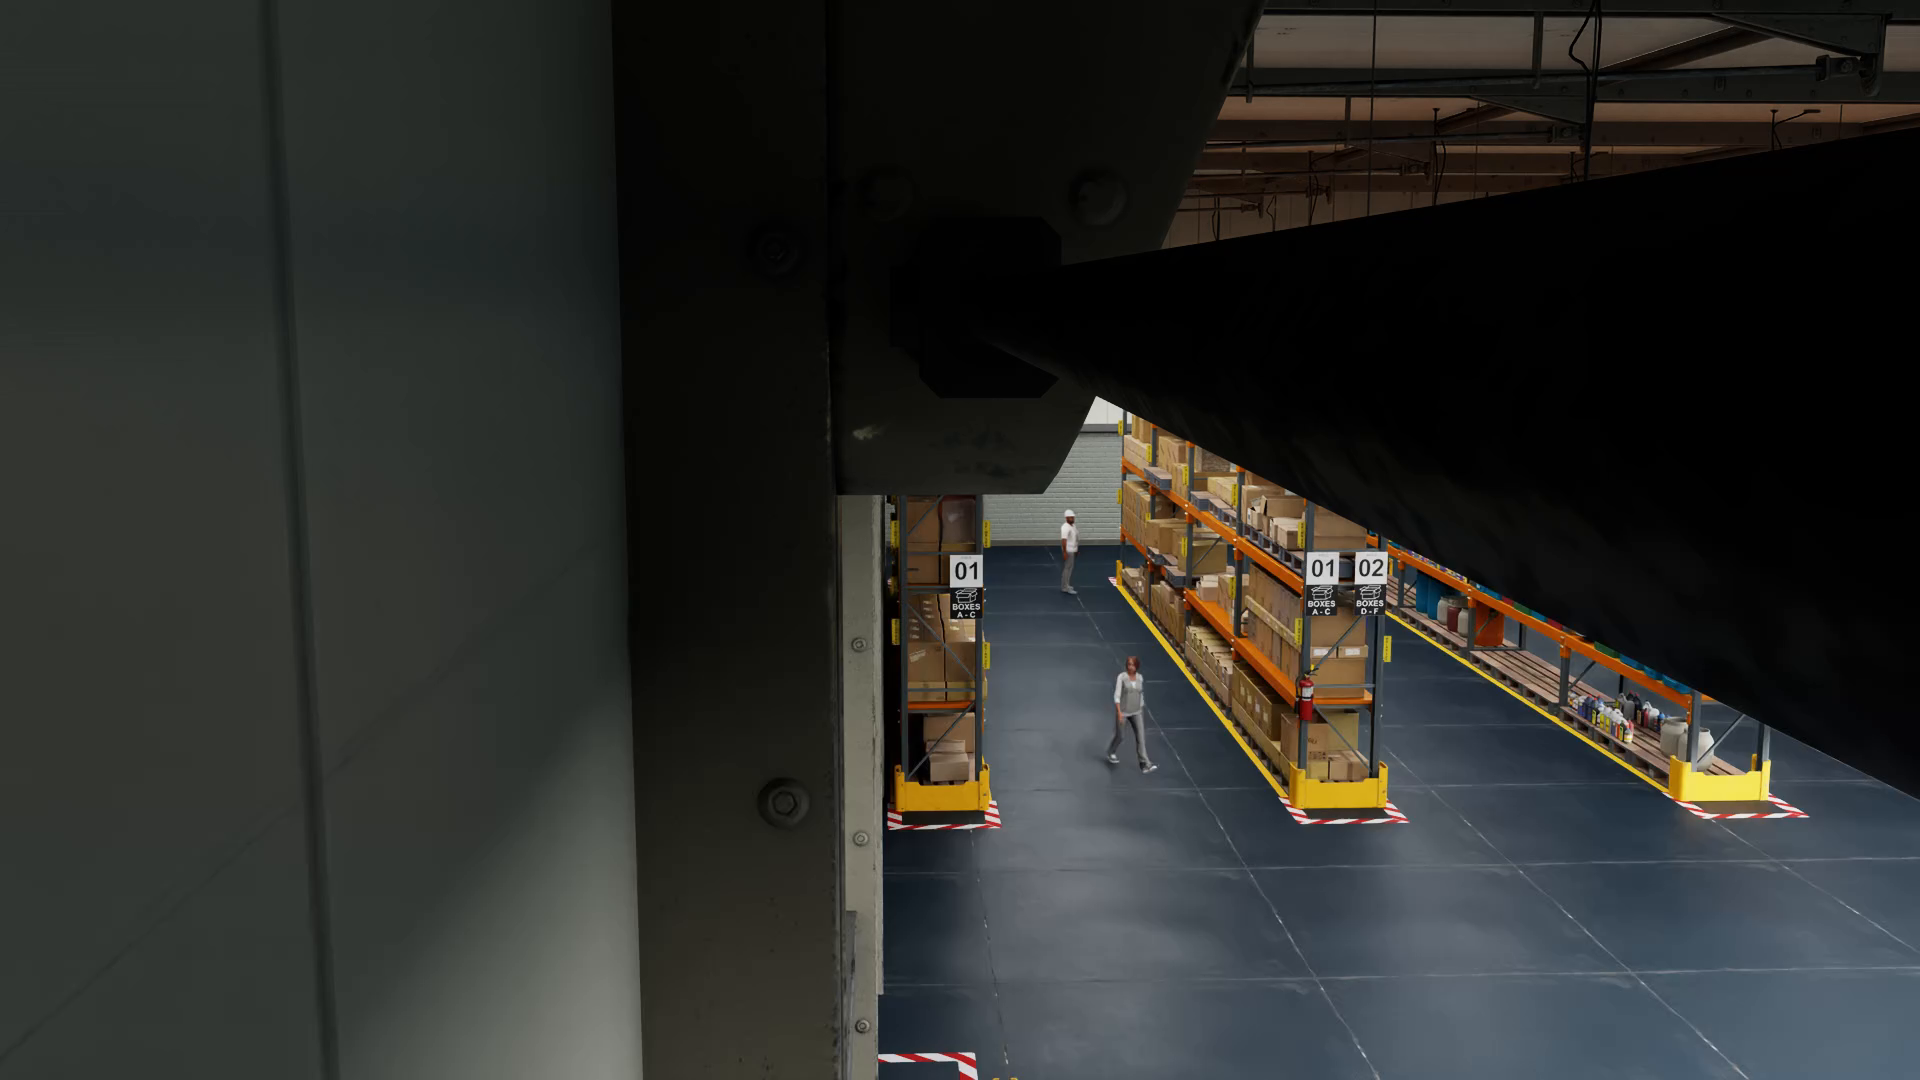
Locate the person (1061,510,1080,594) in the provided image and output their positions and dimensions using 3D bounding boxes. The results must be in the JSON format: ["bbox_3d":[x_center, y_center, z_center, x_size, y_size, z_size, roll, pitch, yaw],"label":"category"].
[{"bbox_3d":[2.347,0.241,35.444,0.392,1.782,0.633,3,9,19],"label":"person"}]

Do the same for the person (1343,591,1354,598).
[{"bbox_3d":[6.202,1.589,26.626,0.361,1.670,0.453,0,8,3],"label":"person"}]

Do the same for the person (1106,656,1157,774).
[{"bbox_3d":[2.295,2.315,22.186,0.473,1.533,0.971,-3,9,-20],"label":"person"}]
